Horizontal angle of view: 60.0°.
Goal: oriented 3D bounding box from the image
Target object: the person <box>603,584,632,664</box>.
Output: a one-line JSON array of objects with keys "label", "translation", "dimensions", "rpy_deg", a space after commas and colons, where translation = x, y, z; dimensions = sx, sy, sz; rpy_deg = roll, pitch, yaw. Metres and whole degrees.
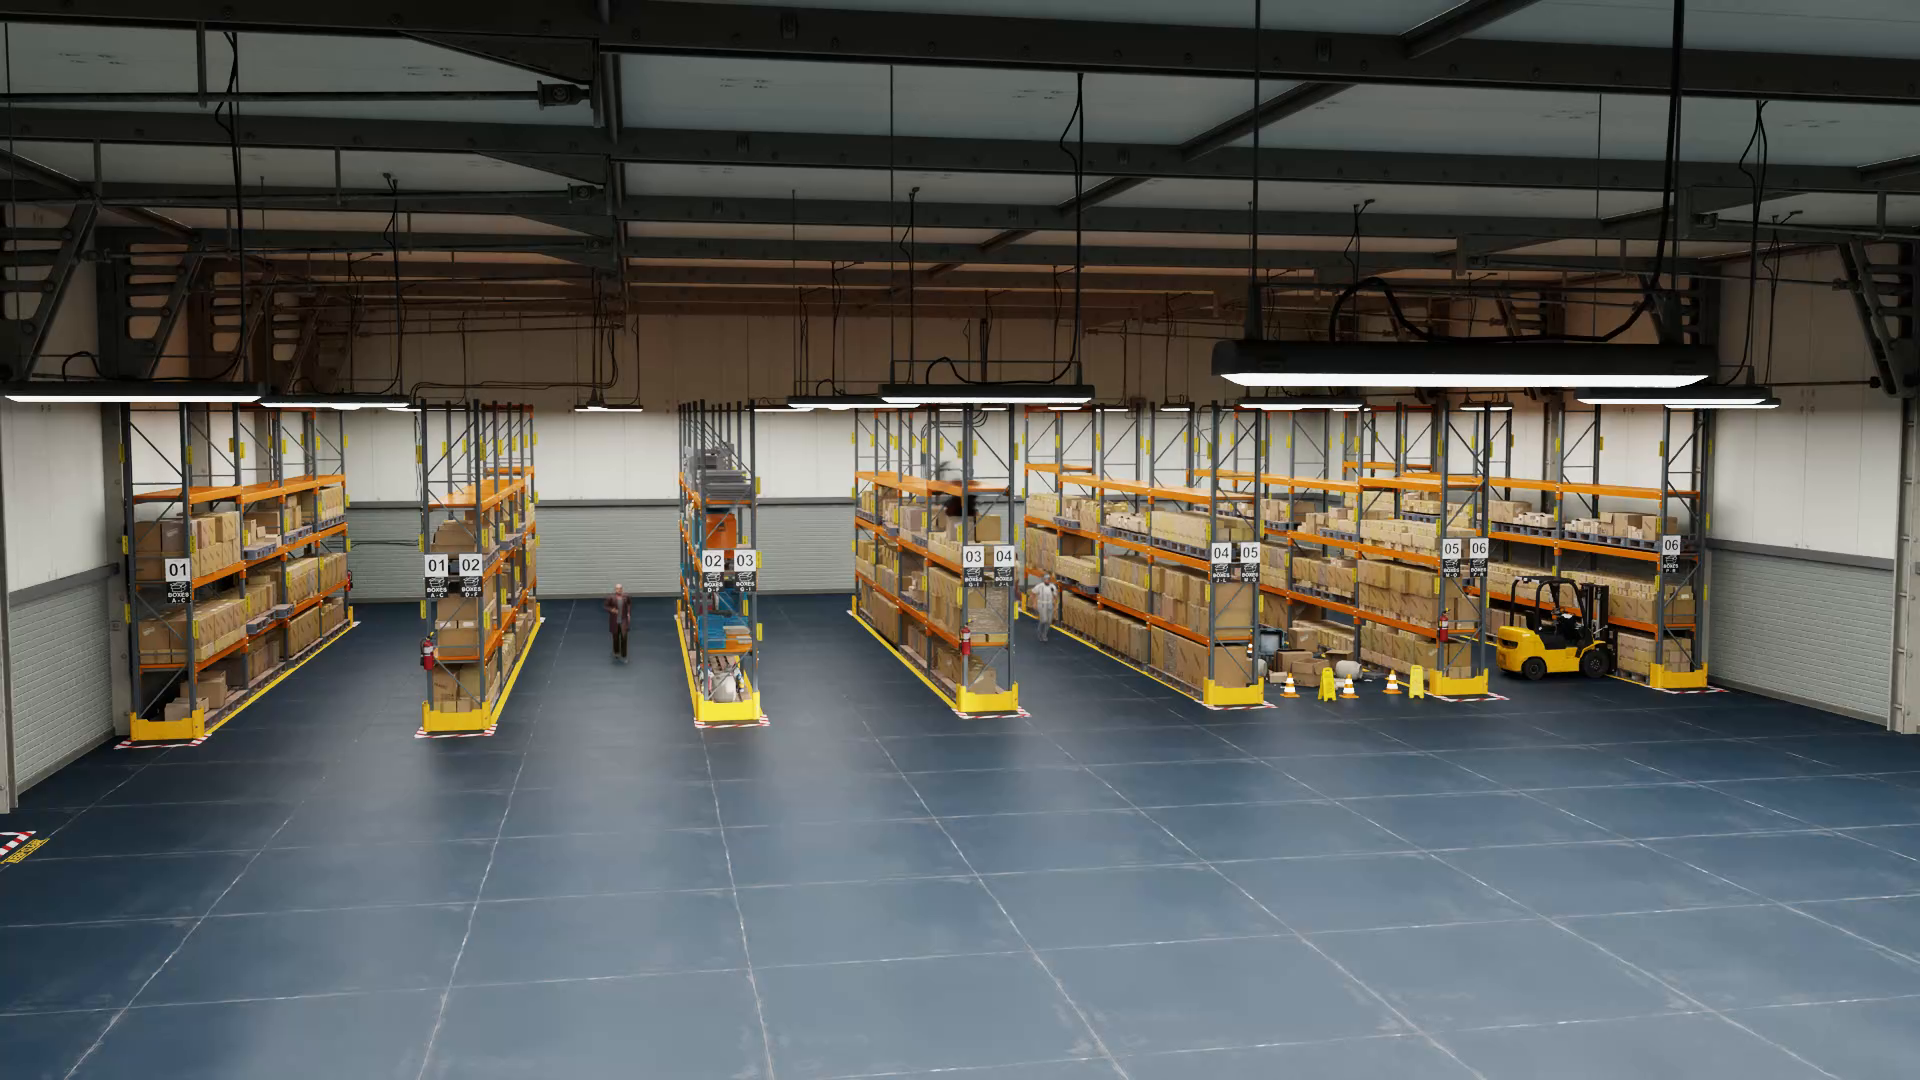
[{"label": "person", "translation": [-7.939, 1.971, 38.573], "dimensions": [0.678, 1.770, 0.863], "rpy_deg": [-1, 4, -16]}]

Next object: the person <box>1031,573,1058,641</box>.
[{"label": "person", "translation": [2.167, 1.688, 41.847], "dimensions": [0.637, 1.738, 0.733], "rpy_deg": [-1, 5, -17]}]

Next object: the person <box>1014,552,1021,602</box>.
[{"label": "person", "translation": [1.682, 1.191, 49.875], "dimensions": [0.750, 1.678, 0.728], "rpy_deg": [-2, 5, -23]}]
